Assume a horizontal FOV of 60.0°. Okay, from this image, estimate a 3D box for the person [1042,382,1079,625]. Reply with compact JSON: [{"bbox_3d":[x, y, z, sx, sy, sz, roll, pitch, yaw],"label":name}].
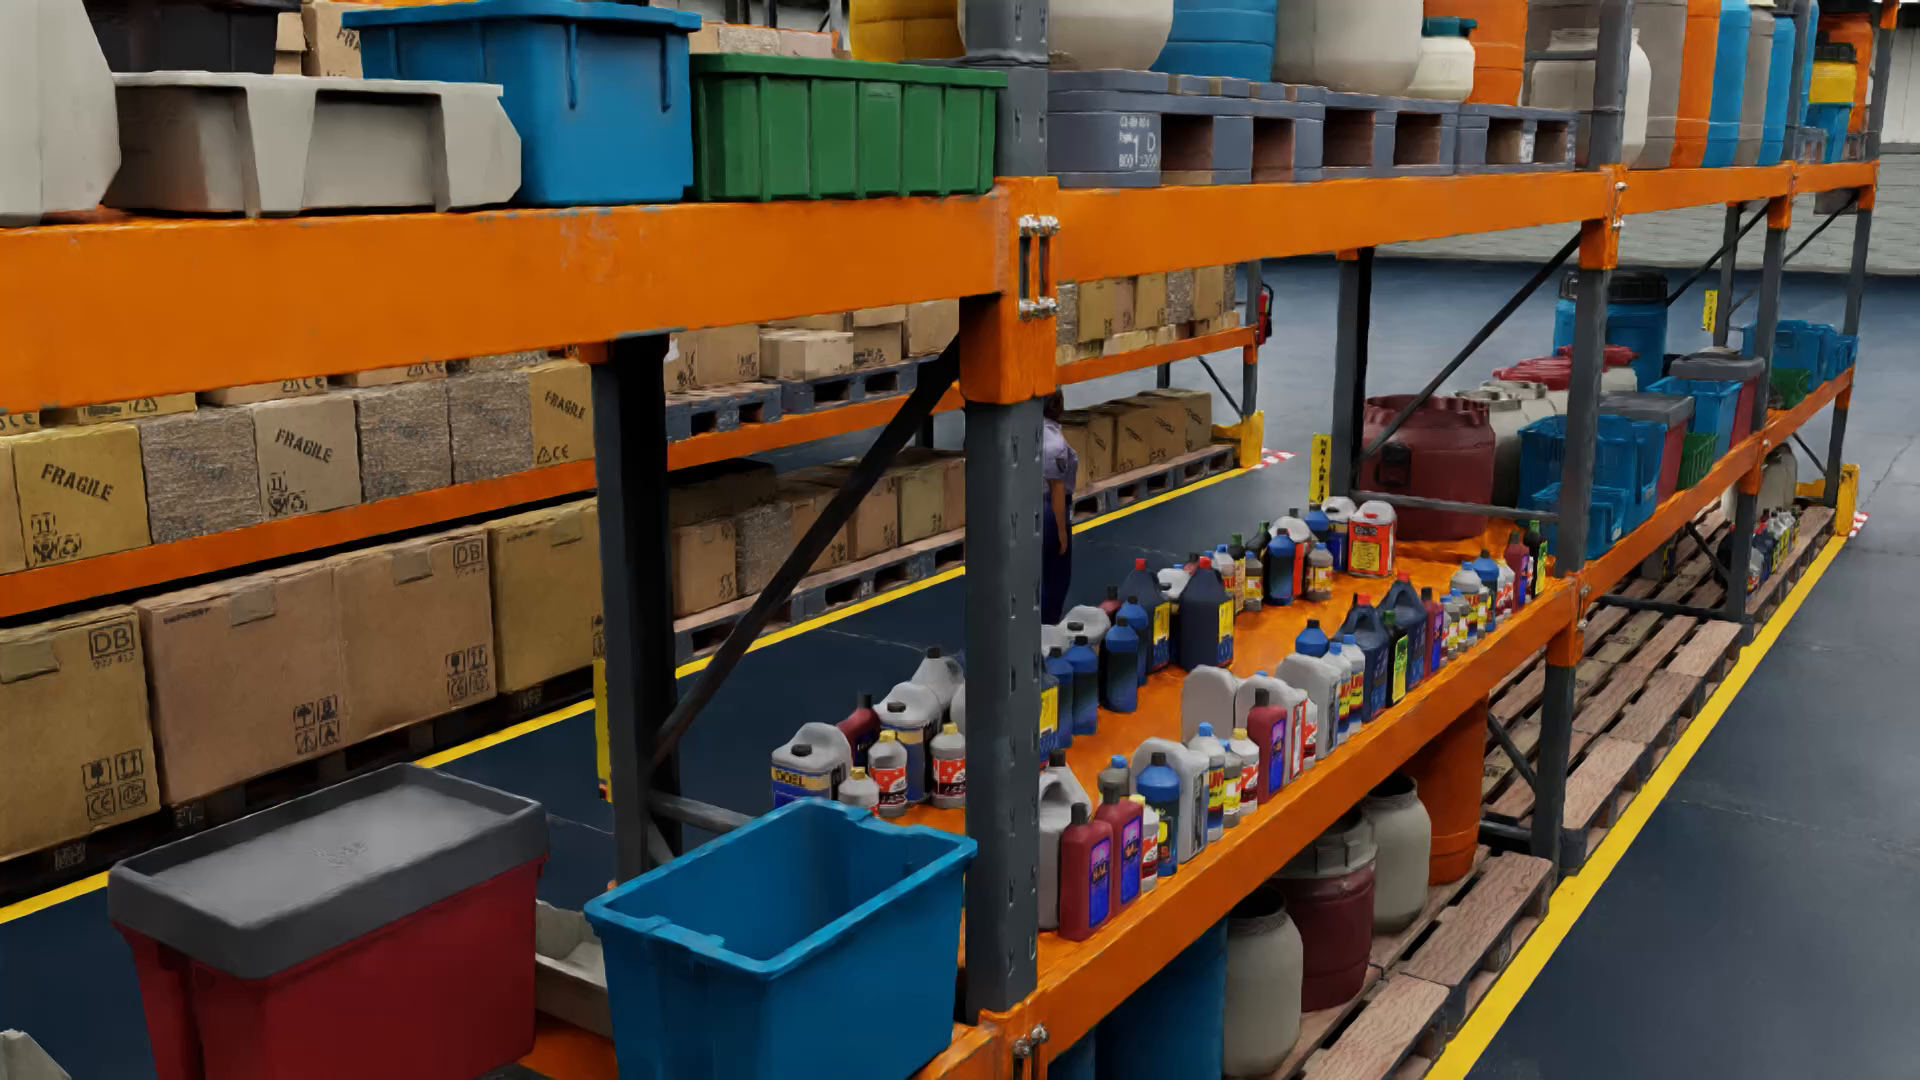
[{"bbox_3d":[0.424,-0.111,9.446,0.621,1.629,0.511,-7,15,-27],"label":"person"}]
